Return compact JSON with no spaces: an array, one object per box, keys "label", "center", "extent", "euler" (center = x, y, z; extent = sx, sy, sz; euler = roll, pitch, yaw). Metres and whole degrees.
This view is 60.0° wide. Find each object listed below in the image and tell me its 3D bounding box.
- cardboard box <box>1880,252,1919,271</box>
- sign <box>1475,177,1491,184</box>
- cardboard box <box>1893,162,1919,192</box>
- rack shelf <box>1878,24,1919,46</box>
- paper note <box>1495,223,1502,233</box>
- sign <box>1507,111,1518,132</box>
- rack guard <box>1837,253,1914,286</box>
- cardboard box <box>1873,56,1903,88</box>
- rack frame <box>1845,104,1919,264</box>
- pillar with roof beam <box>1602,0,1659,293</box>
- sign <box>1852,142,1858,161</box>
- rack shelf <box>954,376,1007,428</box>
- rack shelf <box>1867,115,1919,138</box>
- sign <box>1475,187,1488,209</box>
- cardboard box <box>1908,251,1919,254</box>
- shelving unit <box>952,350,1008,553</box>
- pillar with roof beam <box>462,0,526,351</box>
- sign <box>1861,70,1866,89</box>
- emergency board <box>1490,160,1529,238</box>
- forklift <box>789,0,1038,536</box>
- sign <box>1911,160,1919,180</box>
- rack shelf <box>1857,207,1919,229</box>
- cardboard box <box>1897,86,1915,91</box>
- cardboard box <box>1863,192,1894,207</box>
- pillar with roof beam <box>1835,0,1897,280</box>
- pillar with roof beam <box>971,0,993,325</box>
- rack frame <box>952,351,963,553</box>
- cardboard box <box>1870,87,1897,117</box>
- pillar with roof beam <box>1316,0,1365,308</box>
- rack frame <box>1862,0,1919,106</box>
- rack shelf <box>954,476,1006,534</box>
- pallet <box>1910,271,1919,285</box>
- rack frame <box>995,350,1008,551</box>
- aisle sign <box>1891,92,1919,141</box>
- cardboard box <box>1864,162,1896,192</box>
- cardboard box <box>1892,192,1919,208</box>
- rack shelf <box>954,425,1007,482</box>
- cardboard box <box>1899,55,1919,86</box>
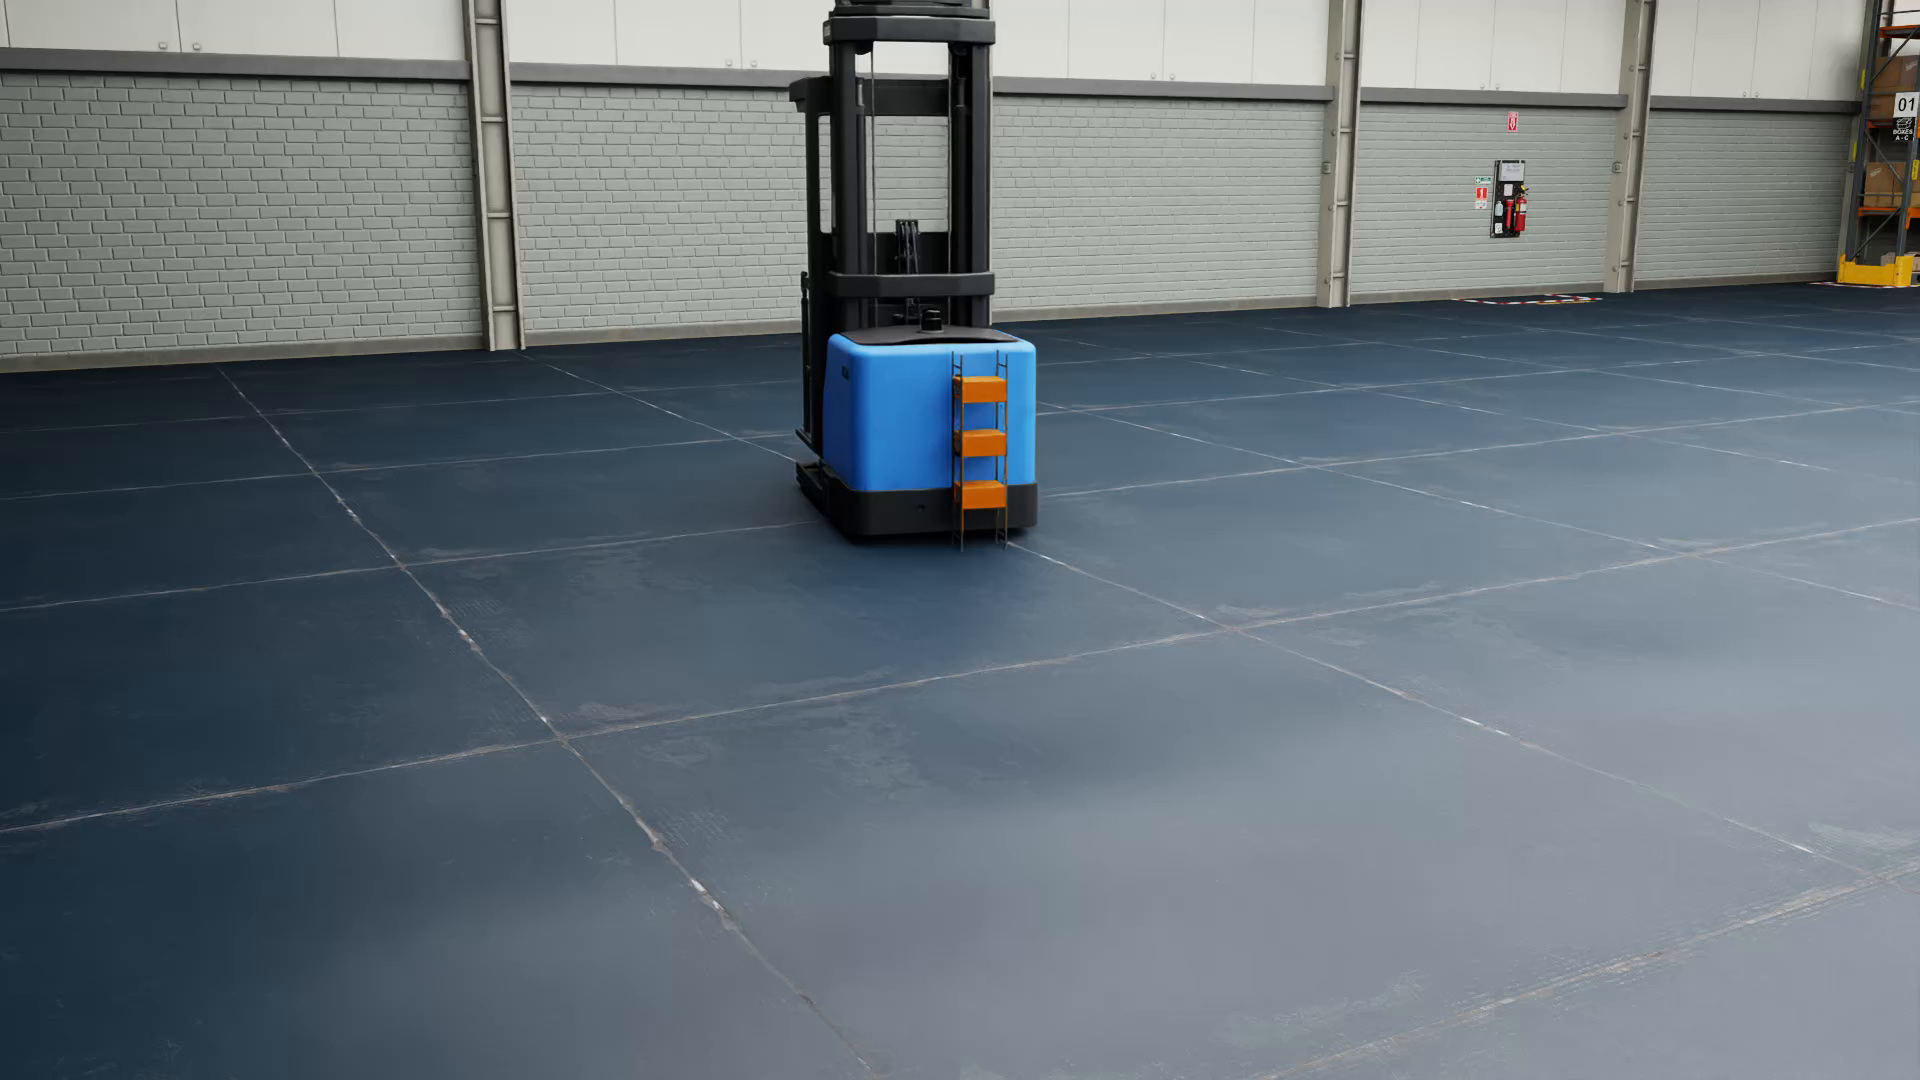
[{"label":"cardboard box","center":[16.412,-4.850,28.952],"extent":[0.500,0.311,0.500],"euler":[-9,15,-34]},{"label":"sign","center":[7.982,-5.485,25.362],"extent":[0.331,0.109,0.001],"euler":[-7,14,-28]},{"label":"cardboard box","center":[16.325,-6.187,28.356],"extent":[0.500,0.500,0.500],"euler":[-7,14,-28]},{"label":"rack shelf","center":[17.517,-8.677,28.814],"extent":[4.000,0.370,1.077],"euler":[-7,14,-28]},{"label":"paper note","center":[8.320,-4.814,25.672],"extent":[0.142,0.148,0.016],"euler":[-7,14,-28]},{"label":"sign","center":[8.453,-6.398,25.426],"extent":[0.199,0.298,0.001],"euler":[-7,14,-28]},{"label":"rack guard","center":[15.829,-4.681,28.769],"extent":[0.348,0.500,1.175],"euler":[-7,14,-28]},{"label":"cardboard box","center":[16.015,-7.998,28.432],"extent":[0.500,0.500,0.500],"euler":[-6,14,-25]},{"label":"rack frame","center":[15.762,-5.892,28.459],"extent":[0.127,3.000,1.000],"euler":[-7,14,-28]},{"label":"pillar with roof beam","center":[12.758,-7.598,22.377],"extent":[0.400,9.000,9.100],"euler":[-7,14,-28]},{"label":"sign","center":[15.514,-6.720,28.782],"extent":[0.005,0.325,0.100],"euler":[-7,14,-28]},{"label":"rack shelf","center":[0.103,-0.736,8.743],"extent":[0.240,0.259,0.215],"euler":[-3,13,-14]},{"label":"rack shelf","center":[17.517,-7.215,29.143],"extent":[4.000,0.370,1.077],"euler":[-7,14,-28]},{"label":"sign","center":[7.973,-5.228,25.425],"extent":[0.234,0.329,0.001],"euler":[-7,14,-28]},{"label":"cardboard box","center":[16.913,-4.910,29.218],"extent":[0.500,0.311,0.500],"euler":[-6,14,-23]},{"label":"shelving unit","center":[0.103,-0.469,8.803],"extent":[0.252,1.050,0.215],"euler":[-3,13,-14]},{"label":"pillar with roof beam","center":[-3.041,-5.705,13.963],"extent":[0.400,9.000,9.100],"euler":[-7,14,-28]},{"label":"sign","center":[15.514,-7.897,28.517],"extent":[0.005,0.325,0.100],"euler":[-7,14,-28]},{"label":"emergency board","center":[8.508,-5.249,25.599],"extent":[0.643,1.169,0.194],"euler":[-7,14,-28]},{"label":"forklift","center":[-0.418,-1.729,10.115],"extent":[1.130,2.935,3.031],"euler":[-3,13,-13]},{"label":"sign","center":[16.022,-6.210,27.899],"extent":[0.005,0.325,0.100],"euler":[-7,14,-28]},{"label":"rack shelf","center":[17.517,-5.752,29.473],"extent":[4.000,0.370,1.077],"euler":[-7,14,-28]},{"label":"cardboard box","center":[16.175,-7.401,28.058],"extent":[0.500,0.500,0.500],"euler":[-6,14,-26]},{"label":"cardboard box","center":[16.079,-5.915,28.857],"extent":[0.500,0.250,0.500],"euler":[-7,14,-27]},{"label":"pillar with roof beam","center":[18.025,-8.230,25.182],"extent":[0.400,9.000,9.100],"euler":[-7,14,-28]},{"label":"pillar with roof beam","center":[2.225,-6.336,16.767],"extent":[0.400,9.000,9.100],"euler":[-7,14,-28]},{"label":"rack frame","center":[-0.015,-0.463,8.774],"extent":[0.008,1.050,0.200],"euler":[-3,13,-14]},{"label":"cardboard box","center":[16.007,-7.507,28.528],"extent":[0.500,0.500,0.500],"euler":[-6,14,-24]},{"label":"pillar with roof beam","center":[7.492,-6.967,19.572],"extent":[0.400,9.000,9.100],"euler":[-7,14,-28]},{"label":"rack frame","center":[15.762,-8.819,27.800],"extent":[0.127,3.000,1.000],"euler":[-7,14,-28]},{"label":"rack shelf","center":[0.103,-0.188,8.867],"extent":[0.240,0.259,0.215],"euler":[-3,13,-14]},{"label":"pallet","center":[16.559,-4.618,29.150],"extent":[1.213,0.211,1.003],"euler":[-7,14,-28]},{"label":"rack frame","center":[0.221,-0.476,8.833],"extent":[0.008,1.050,0.200],"euler":[-3,13,-14]},{"label":"aisle sign","center":[15.843,-7.095,27.883],"extent":[0.004,0.787,0.394],"euler":[-7,14,-28]},{"label":"cardboard box","center":[16.074,-6.285,28.793],"extent":[0.500,0.500,0.500],"euler":[-7,14,-28]},{"label":"cardboard box","center":[16.342,-5.819,28.429],"extent":[0.500,0.250,0.500],"euler":[-7,15,-29]},{"label":"rack shelf","center":[0.103,-0.459,8.806],"extent":[0.240,0.259,0.215],"euler":[-3,13,-14]},{"label":"cardboard box","center":[16.216,-7.896,27.979],"extent":[0.500,0.500,0.500],"euler":[-8,15,-32]}]
